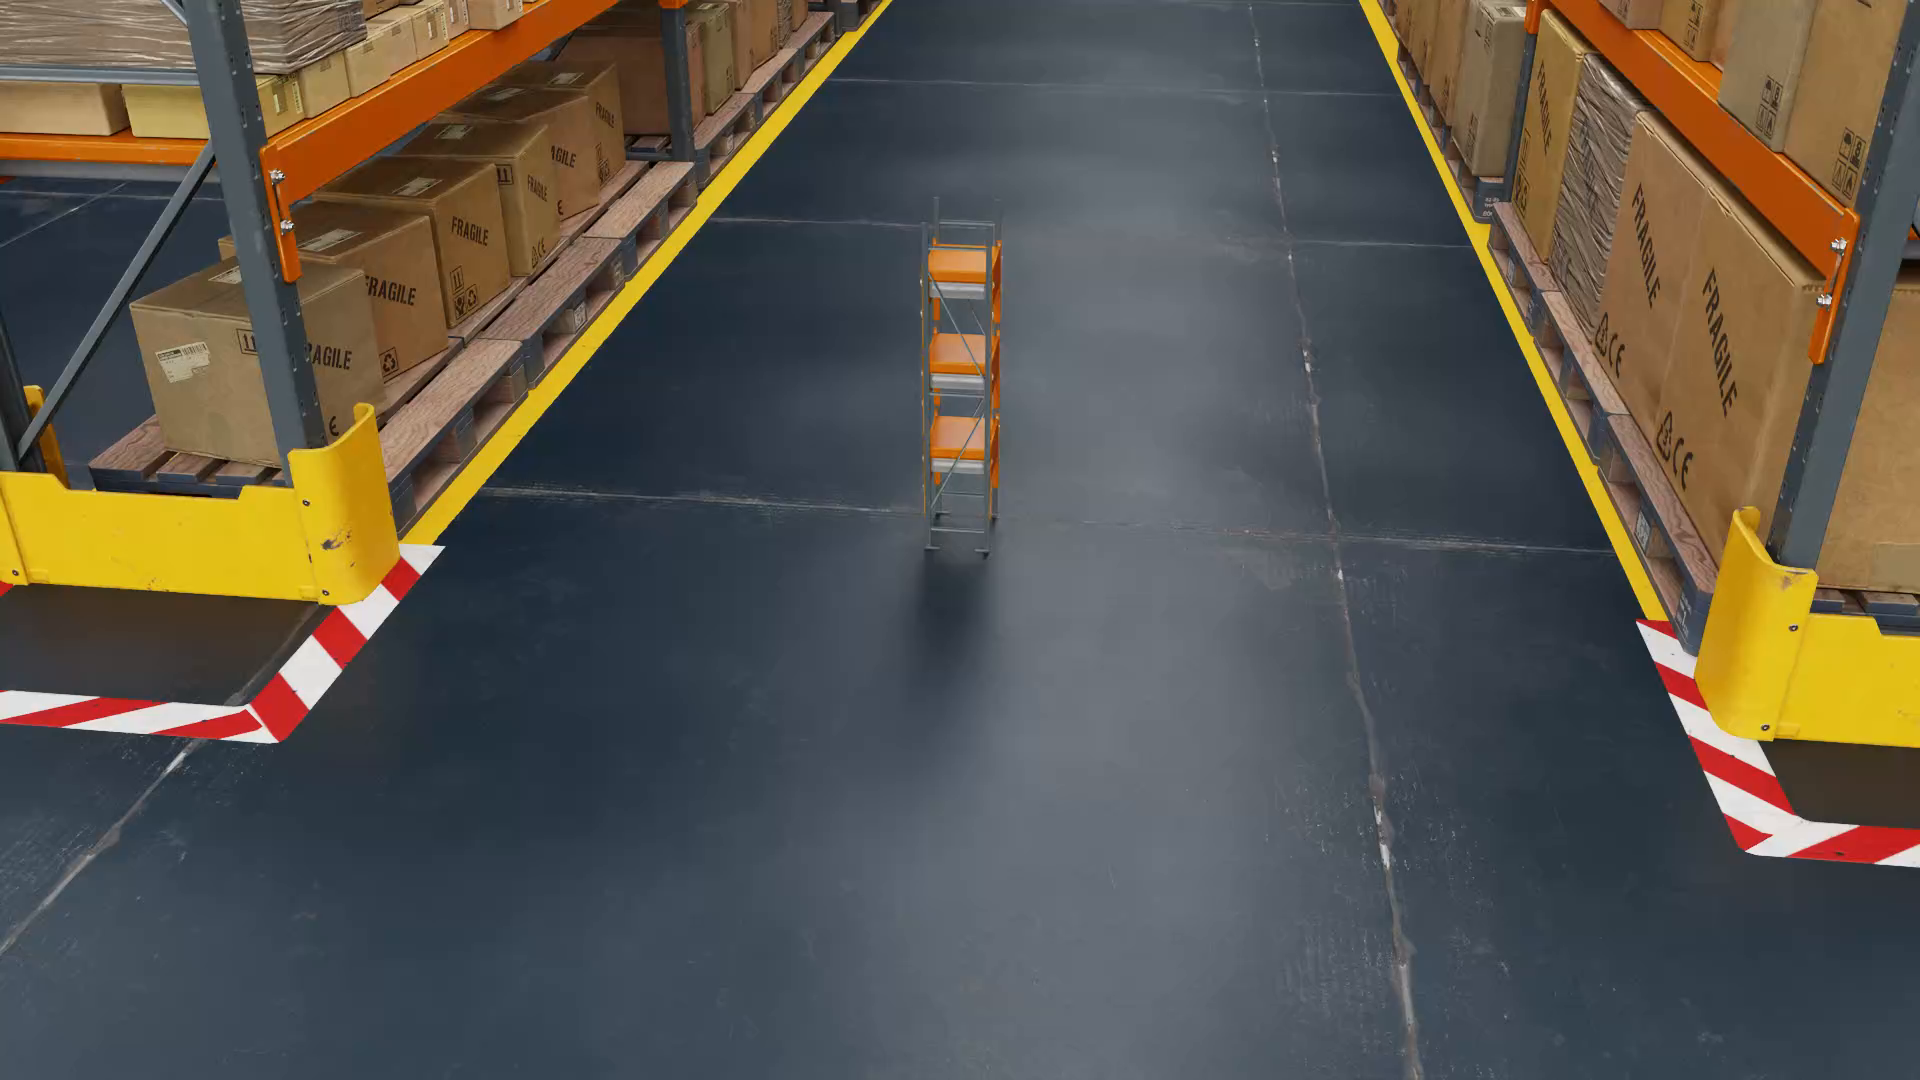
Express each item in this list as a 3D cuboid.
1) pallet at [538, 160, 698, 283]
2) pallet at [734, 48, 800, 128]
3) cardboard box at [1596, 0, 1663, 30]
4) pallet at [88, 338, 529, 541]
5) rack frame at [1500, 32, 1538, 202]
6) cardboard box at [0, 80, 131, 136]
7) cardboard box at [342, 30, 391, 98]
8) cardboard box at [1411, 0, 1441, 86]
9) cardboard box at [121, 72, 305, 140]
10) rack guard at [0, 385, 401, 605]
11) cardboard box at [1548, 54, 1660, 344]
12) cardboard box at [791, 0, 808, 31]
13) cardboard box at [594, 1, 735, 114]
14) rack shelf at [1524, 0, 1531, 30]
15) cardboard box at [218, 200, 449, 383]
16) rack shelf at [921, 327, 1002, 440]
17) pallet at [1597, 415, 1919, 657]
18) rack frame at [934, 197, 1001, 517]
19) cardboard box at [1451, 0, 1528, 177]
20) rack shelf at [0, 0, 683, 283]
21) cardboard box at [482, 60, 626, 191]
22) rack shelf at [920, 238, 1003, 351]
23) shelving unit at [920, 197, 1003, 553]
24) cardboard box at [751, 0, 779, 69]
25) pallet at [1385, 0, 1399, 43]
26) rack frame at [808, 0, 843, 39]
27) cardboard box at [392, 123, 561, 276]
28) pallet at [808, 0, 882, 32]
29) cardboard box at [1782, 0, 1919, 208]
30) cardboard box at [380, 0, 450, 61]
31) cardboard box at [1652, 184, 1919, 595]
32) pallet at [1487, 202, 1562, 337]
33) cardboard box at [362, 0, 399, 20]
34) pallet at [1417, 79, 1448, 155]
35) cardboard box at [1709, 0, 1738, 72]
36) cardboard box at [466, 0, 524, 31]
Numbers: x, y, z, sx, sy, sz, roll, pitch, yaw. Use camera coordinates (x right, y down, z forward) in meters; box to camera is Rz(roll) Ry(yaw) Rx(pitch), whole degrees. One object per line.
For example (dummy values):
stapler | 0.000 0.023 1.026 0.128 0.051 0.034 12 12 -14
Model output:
pallet | -1.891 -1.541 7.888 1.003 0.211 1.213 3 28 6
pallet | -1.603 -2.802 10.228 1.003 0.211 1.213 3 28 6
cardboard box | 2.806 -2.135 5.893 0.875 0.550 0.550 3 28 6
pallet | -2.190 -0.393 5.756 1.003 0.211 1.213 3 28 6
rack frame | 3.067 -2.751 7.194 1.000 3.000 0.127 3 28 6
cardboard box | -2.504 -1.240 4.653 0.380 0.149 0.250 3 28 6
cardboard box | -1.967 -1.447 5.039 0.380 0.149 0.250 3 28 6
cardboard box | 3.289 -3.135 9.836 1.050 0.750 0.750 4 29 7
cardboard box | -2.062 -1.214 4.605 0.380 0.149 0.250 3 28 6
rack guard | -2.324 -0.139 4.982 1.175 0.500 0.348 3 28 6
cardboard box | 2.814 -1.284 6.268 0.875 0.875 0.875 4 29 7
cardboard box | -1.416 -3.747 11.213 0.700 0.500 0.500 2 28 4
cardboard box | -1.670 -2.691 9.255 0.700 0.500 0.500 3 28 6
rack shelf | 3.312 -3.376 9.112 1.077 0.370 4.000 3 28 6
cardboard box | -2.201 -0.865 5.886 0.500 0.500 0.500 11 30 19
rack shelf | 0.007 -0.478 5.053 0.215 0.259 0.240 3 28 6
pallet | 2.597 -0.022 5.068 1.003 0.211 1.213 3 28 6
rack frame | 0.022 -0.545 5.154 0.200 1.050 0.008 3 28 6
cardboard box | 3.054 -2.243 8.180 1.050 0.750 0.750 3 28 6
rack shelf | -2.089 -1.829 6.241 1.077 0.370 4.000 3 28 6
cardboard box | -1.932 -1.985 7.965 0.500 0.500 0.500 3 28 5
rack shelf | 0.007 -0.728 4.918 0.215 0.259 0.240 3 28 6
shelving unit | 0.007 -0.487 5.048 0.215 1.050 0.252 3 28 6
cardboard box | -1.533 -3.217 10.231 0.700 0.500 0.500 6 29 10
pallet | 3.654 -3.774 12.033 1.003 0.211 1.213 3 28 6
rack frame | -1.353 -4.970 11.312 1.000 3.000 0.127 3 28 6
cardboard box | -1.993 -1.419 6.913 0.500 0.500 0.500 1 28 2
pallet | -1.182 -4.109 12.654 1.003 0.211 1.213 3 28 6
cardboard box | 2.577 -1.112 3.993 0.875 0.550 0.550 3 28 6
cardboard box | -1.919 -1.683 5.477 0.380 0.149 0.250 3 28 6
cardboard box | 2.594 -0.441 4.703 0.875 0.875 0.875 4 29 6
pallet | 2.896 -1.170 7.199 1.003 0.211 1.213 3 28 6
cardboard box | -2.297 -1.879 5.156 0.875 0.500 0.500 3 28 6
pallet | 3.234 -2.467 9.607 1.003 0.211 1.213 3 28 6
cardboard box | 2.816 -1.628 4.951 0.875 0.550 0.550 3 28 6
cardboard box | -1.782 -1.914 5.905 0.380 0.149 0.250 3 28 6
